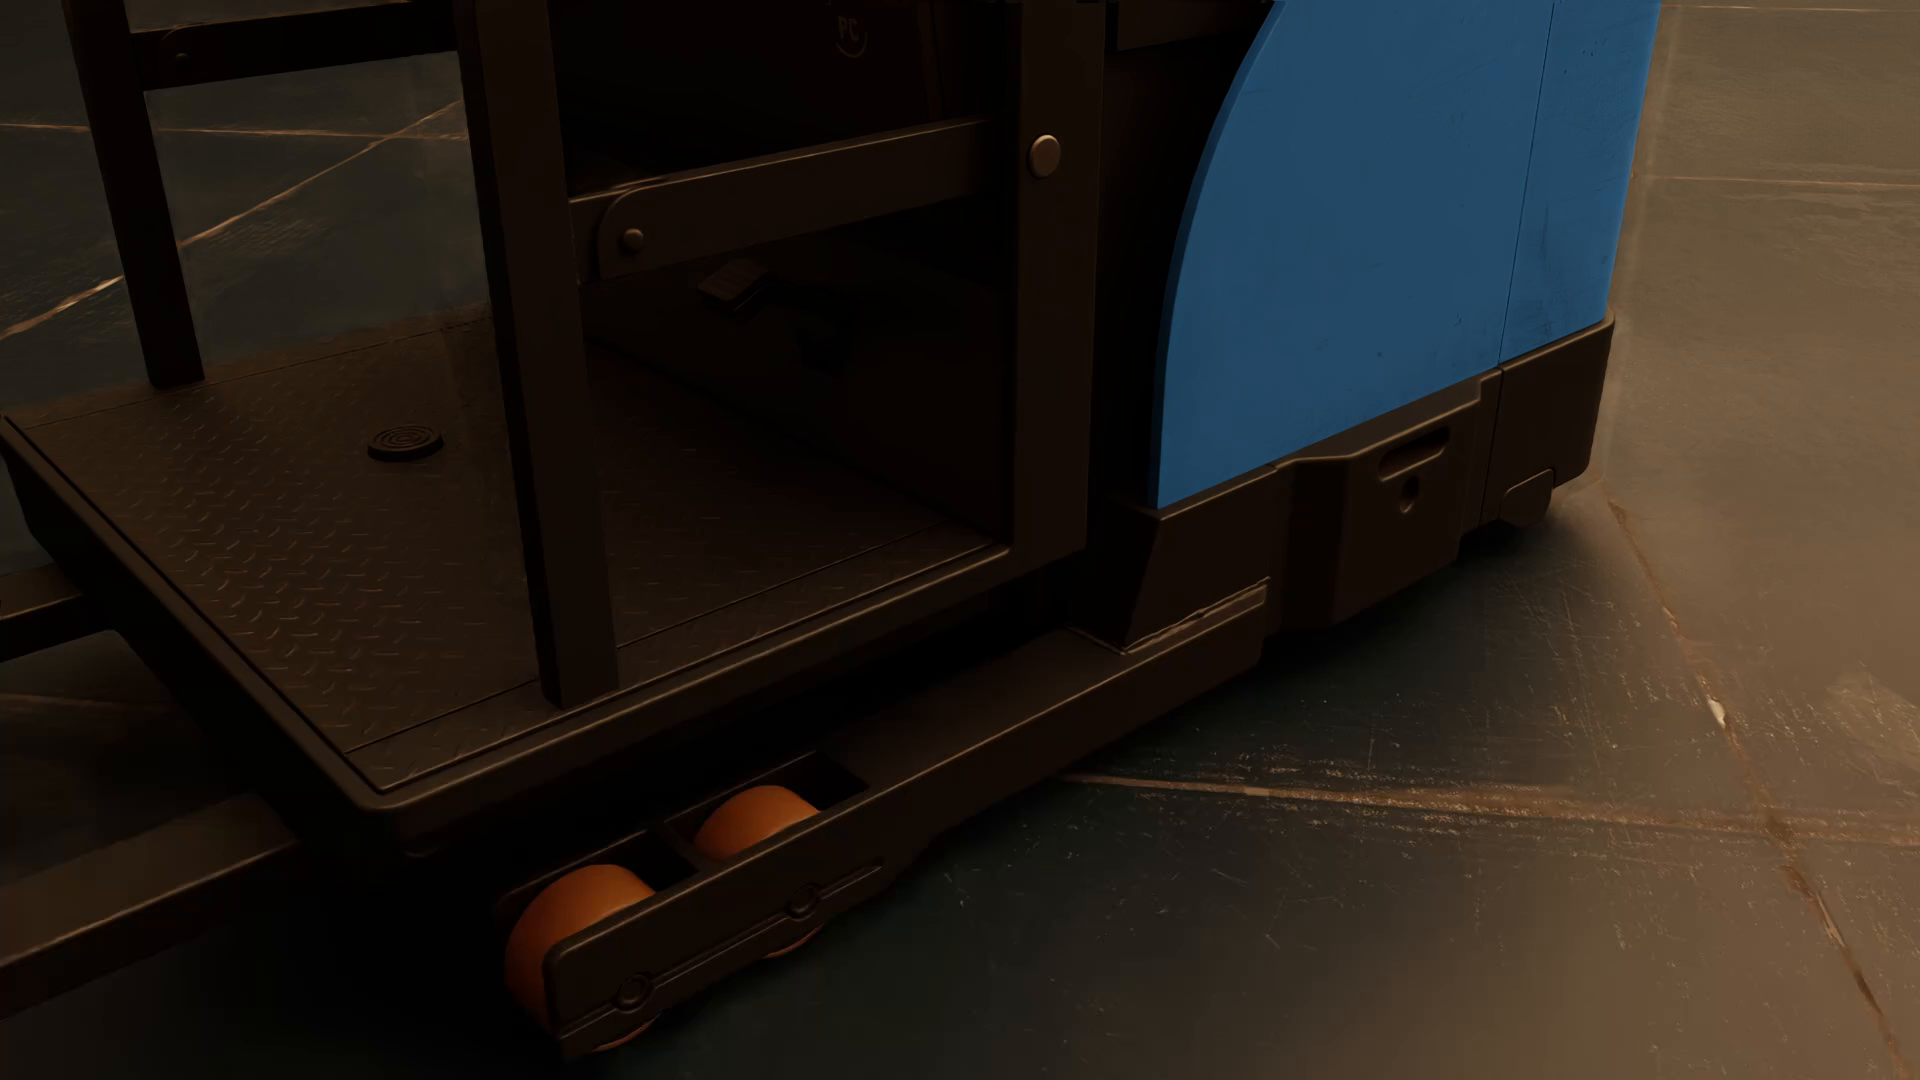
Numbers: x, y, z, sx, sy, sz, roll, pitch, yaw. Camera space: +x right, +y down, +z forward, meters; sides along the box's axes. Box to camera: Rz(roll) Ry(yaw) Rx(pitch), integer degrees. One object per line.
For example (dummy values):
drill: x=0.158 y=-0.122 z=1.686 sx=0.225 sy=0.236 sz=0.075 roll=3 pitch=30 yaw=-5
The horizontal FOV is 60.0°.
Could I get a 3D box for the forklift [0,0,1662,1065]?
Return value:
forklift: x=-0.457 y=-1.101 z=1.424 sx=3.031 sy=2.935 sz=1.130 roll=-22 pitch=34 yaw=-37
